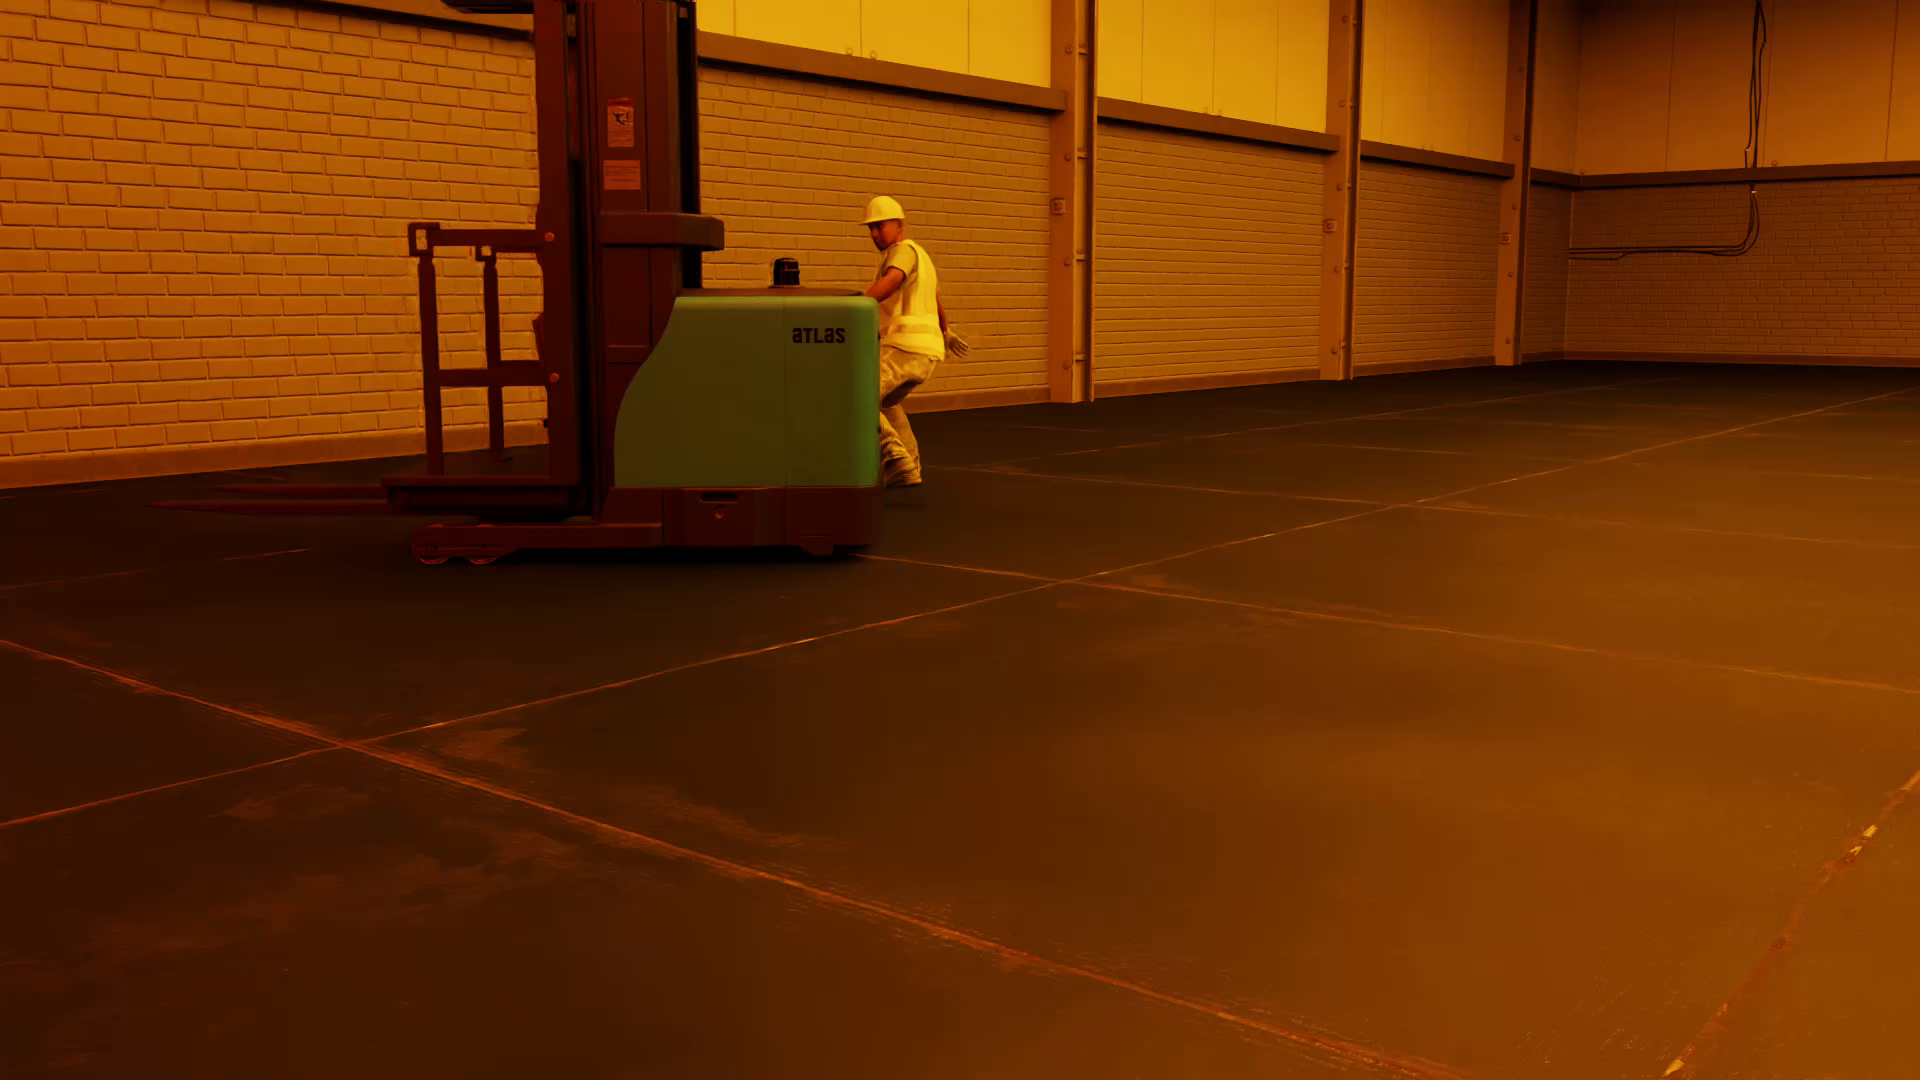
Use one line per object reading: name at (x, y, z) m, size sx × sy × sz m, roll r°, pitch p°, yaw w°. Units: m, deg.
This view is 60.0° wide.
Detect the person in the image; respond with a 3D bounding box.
person at (-0.307, -1.035, 9.144) m, size 0.520 × 1.677 × 1.236 m, roll 3°, pitch 9°, yaw 18°

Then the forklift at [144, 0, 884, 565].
forklift at (-1.858, -1.427, 7.034) m, size 3.031 × 2.935 × 1.130 m, roll 0°, pitch 8°, yaw -1°
